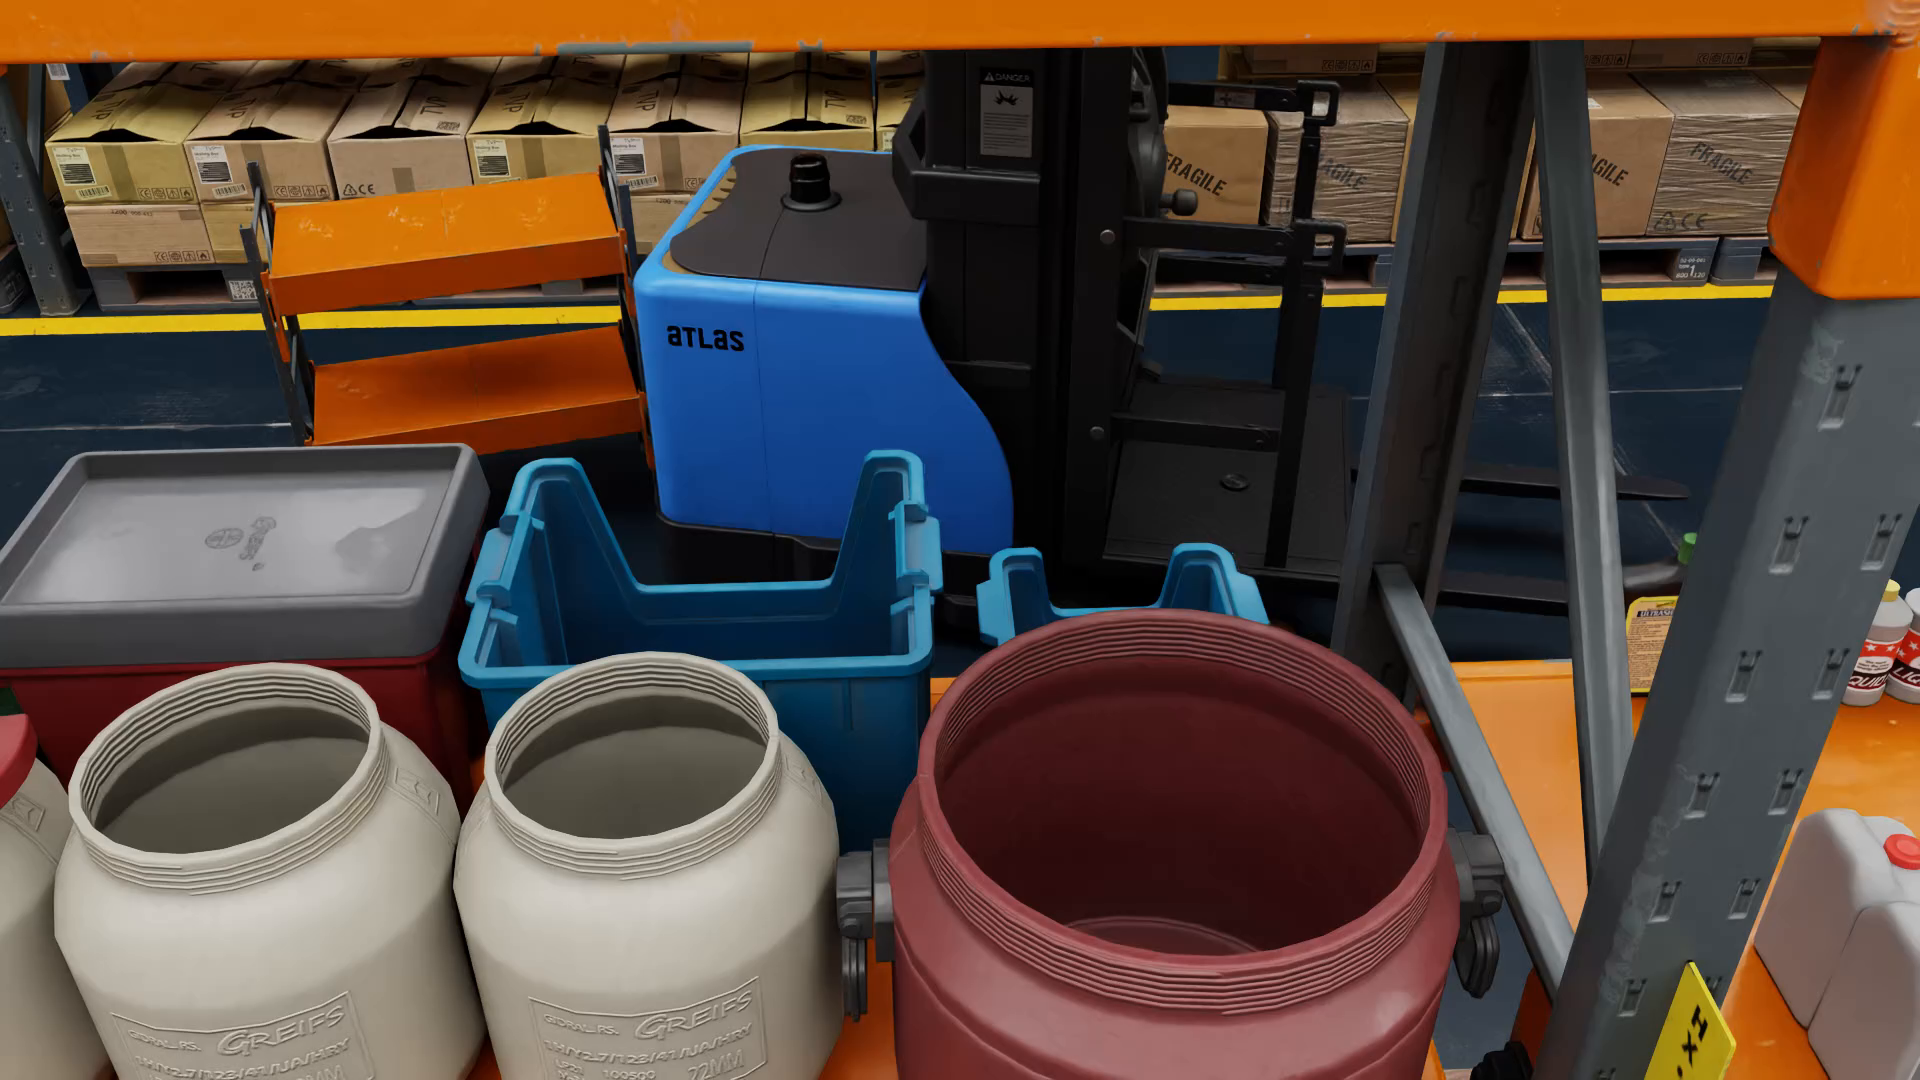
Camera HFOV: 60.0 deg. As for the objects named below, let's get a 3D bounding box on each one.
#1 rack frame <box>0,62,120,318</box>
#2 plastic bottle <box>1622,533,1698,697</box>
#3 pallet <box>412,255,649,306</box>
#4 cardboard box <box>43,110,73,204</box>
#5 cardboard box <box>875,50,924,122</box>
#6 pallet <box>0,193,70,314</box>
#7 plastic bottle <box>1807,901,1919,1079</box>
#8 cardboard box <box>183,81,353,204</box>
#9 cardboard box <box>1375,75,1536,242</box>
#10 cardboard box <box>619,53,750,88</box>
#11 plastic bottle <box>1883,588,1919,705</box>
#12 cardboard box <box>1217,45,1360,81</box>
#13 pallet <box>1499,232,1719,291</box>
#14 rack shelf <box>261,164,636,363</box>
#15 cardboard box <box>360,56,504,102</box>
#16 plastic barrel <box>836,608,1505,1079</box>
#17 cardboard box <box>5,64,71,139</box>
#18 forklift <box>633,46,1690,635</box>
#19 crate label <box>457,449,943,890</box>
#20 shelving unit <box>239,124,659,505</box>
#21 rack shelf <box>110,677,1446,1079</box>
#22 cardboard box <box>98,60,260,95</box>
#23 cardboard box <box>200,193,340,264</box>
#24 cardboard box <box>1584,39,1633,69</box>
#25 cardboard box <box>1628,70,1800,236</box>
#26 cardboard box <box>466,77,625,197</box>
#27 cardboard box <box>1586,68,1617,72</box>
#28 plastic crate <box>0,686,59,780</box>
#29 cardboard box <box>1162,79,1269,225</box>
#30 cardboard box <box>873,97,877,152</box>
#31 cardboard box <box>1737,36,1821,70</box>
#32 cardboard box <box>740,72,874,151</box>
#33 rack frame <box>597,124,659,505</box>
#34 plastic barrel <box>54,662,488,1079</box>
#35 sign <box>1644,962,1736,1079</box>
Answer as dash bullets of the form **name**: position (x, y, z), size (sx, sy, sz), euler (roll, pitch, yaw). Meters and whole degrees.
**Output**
- **rack frame**: position (-3.554, -2.387, 6.063), size (0.127, 3.000, 1.000), euler (-2, 35, -2)
- **plastic bottle**: position (1.056, 0.116, 2.550), size (0.133, 0.283, 0.061), euler (-2, 35, -2)
- **pallet**: position (-1.598, -1.317, 6.967), size (1.213, 0.211, 1.003), euler (-2, 35, -2)
- **cardboard box**: position (-4.032, -1.589, 6.957), size (0.500, 0.250, 0.500), euler (-2, 35, -2)
- **cardboard box**: position (-0.096, -1.920, 6.943), size (0.500, 0.311, 0.500), euler (0, 35, -1)
- **pallet**: position (-4.350, -1.243, 6.860), size (1.213, 0.211, 1.003), euler (-2, 35, -2)
- **plastic bottle**: position (1.120, 0.544, 1.937), size (0.135, 0.276, 0.152), euler (-2, 35, -2)
- **cardboard box**: position (-2.629, -1.540, 6.393), size (0.500, 0.311, 0.500), euler (-2, 35, -3)
- **cardboard box**: position (1.934, -1.526, 6.628), size (0.500, 0.500, 0.500), euler (-2, 35, -3)
- **cardboard box**: position (-1.129, -1.889, 6.898), size (0.500, 0.311, 0.500), euler (-2, 35, -4)
- **plastic bottle**: position (1.500, 0.148, 2.575), size (0.097, 0.201, 0.097), euler (0, 35, 0)
- **cardboard box**: position (1.365, -1.806, 7.034), size (0.500, 0.500, 0.500), euler (0, 35, 0)
- **pallet**: position (2.405, -1.378, 7.056), size (1.213, 0.211, 1.003), euler (-2, 35, -2)
- **rack shelf**: position (-1.517, -0.839, 4.959), size (1.000, 0.278, 0.538), euler (-10, 36, -14)
- **cardboard box**: position (-2.145, -1.863, 6.861), size (0.500, 0.311, 0.500), euler (-2, 35, -2)
- **plastic barrel**: position (0.223, 0.450, 1.845), size (0.708, 0.536, 0.600), euler (-2, 35, -2)
- **cardboard box**: position (-4.032, -1.903, 6.752), size (0.500, 0.500, 0.500), euler (-2, 35, -2)
- **forklift**: position (0.679, -1.146, 4.330), size (3.031, 2.935, 1.130), euler (6, 35, 8)
- **crate label**: position (-0.333, 0.179, 2.324), size (0.616, 0.435, 0.502), euler (-2, 35, -2)
- **shelving unit**: position (-1.517, -0.598, 5.126), size (1.048, 1.125, 0.538), euler (-10, 36, -14)
- **rack shelf**: position (-1.326, 0.671, 2.277), size (4.000, 0.370, 1.077), euler (-2, 35, -2)
- **cardboard box**: position (-3.163, -1.833, 6.818), size (0.500, 0.311, 0.500), euler (-2, 35, -2)
- **cardboard box**: position (-2.629, -1.312, 6.557), size (0.500, 0.250, 0.500), euler (-1, 35, -1)
- **cardboard box**: position (2.442, -2.149, 6.870), size (0.500, 0.250, 0.500), euler (-2, 35, -3)
- **cardboard box**: position (2.962, -1.558, 6.675), size (0.500, 0.500, 0.500), euler (-1, 35, -2)
- **cardboard box**: position (-1.594, -1.571, 6.439), size (0.500, 0.311, 0.500), euler (-1, 35, -1)
- **cardboard box**: position (2.405, -1.838, 7.080), size (0.500, 0.500, 0.500), euler (-3, 35, -4)
- **plastic crate**: position (-1.597, 0.309, 2.355), size (0.662, 0.188, 0.450), euler (-2, 35, -2)
- **cardboard box**: position (0.910, -1.498, 6.588), size (0.500, 0.500, 0.500), euler (0, 35, 0)
- **cardboard box**: position (-0.598, -1.676, 7.082), size (0.500, 0.250, 0.500), euler (-2, 35, -4)
- **cardboard box**: position (3.410, -1.860, 7.112), size (0.500, 0.500, 0.500), euler (-1, 35, -2)
- **cardboard box**: position (-0.589, -1.596, 6.474), size (0.500, 0.311, 0.500), euler (-2, 35, -3)
- **rack frame**: position (-1.031, -0.683, 5.248), size (0.032, 1.125, 0.500), euler (-10, 36, -14)
- **plastic barrel**: position (-0.766, 0.436, 1.887), size (0.421, 0.512, 0.421), euler (0, 35, 0)
- **sign**: position (0.705, 0.566, 1.652), size (0.005, 0.325, 0.100), euler (-2, 35, -2)
